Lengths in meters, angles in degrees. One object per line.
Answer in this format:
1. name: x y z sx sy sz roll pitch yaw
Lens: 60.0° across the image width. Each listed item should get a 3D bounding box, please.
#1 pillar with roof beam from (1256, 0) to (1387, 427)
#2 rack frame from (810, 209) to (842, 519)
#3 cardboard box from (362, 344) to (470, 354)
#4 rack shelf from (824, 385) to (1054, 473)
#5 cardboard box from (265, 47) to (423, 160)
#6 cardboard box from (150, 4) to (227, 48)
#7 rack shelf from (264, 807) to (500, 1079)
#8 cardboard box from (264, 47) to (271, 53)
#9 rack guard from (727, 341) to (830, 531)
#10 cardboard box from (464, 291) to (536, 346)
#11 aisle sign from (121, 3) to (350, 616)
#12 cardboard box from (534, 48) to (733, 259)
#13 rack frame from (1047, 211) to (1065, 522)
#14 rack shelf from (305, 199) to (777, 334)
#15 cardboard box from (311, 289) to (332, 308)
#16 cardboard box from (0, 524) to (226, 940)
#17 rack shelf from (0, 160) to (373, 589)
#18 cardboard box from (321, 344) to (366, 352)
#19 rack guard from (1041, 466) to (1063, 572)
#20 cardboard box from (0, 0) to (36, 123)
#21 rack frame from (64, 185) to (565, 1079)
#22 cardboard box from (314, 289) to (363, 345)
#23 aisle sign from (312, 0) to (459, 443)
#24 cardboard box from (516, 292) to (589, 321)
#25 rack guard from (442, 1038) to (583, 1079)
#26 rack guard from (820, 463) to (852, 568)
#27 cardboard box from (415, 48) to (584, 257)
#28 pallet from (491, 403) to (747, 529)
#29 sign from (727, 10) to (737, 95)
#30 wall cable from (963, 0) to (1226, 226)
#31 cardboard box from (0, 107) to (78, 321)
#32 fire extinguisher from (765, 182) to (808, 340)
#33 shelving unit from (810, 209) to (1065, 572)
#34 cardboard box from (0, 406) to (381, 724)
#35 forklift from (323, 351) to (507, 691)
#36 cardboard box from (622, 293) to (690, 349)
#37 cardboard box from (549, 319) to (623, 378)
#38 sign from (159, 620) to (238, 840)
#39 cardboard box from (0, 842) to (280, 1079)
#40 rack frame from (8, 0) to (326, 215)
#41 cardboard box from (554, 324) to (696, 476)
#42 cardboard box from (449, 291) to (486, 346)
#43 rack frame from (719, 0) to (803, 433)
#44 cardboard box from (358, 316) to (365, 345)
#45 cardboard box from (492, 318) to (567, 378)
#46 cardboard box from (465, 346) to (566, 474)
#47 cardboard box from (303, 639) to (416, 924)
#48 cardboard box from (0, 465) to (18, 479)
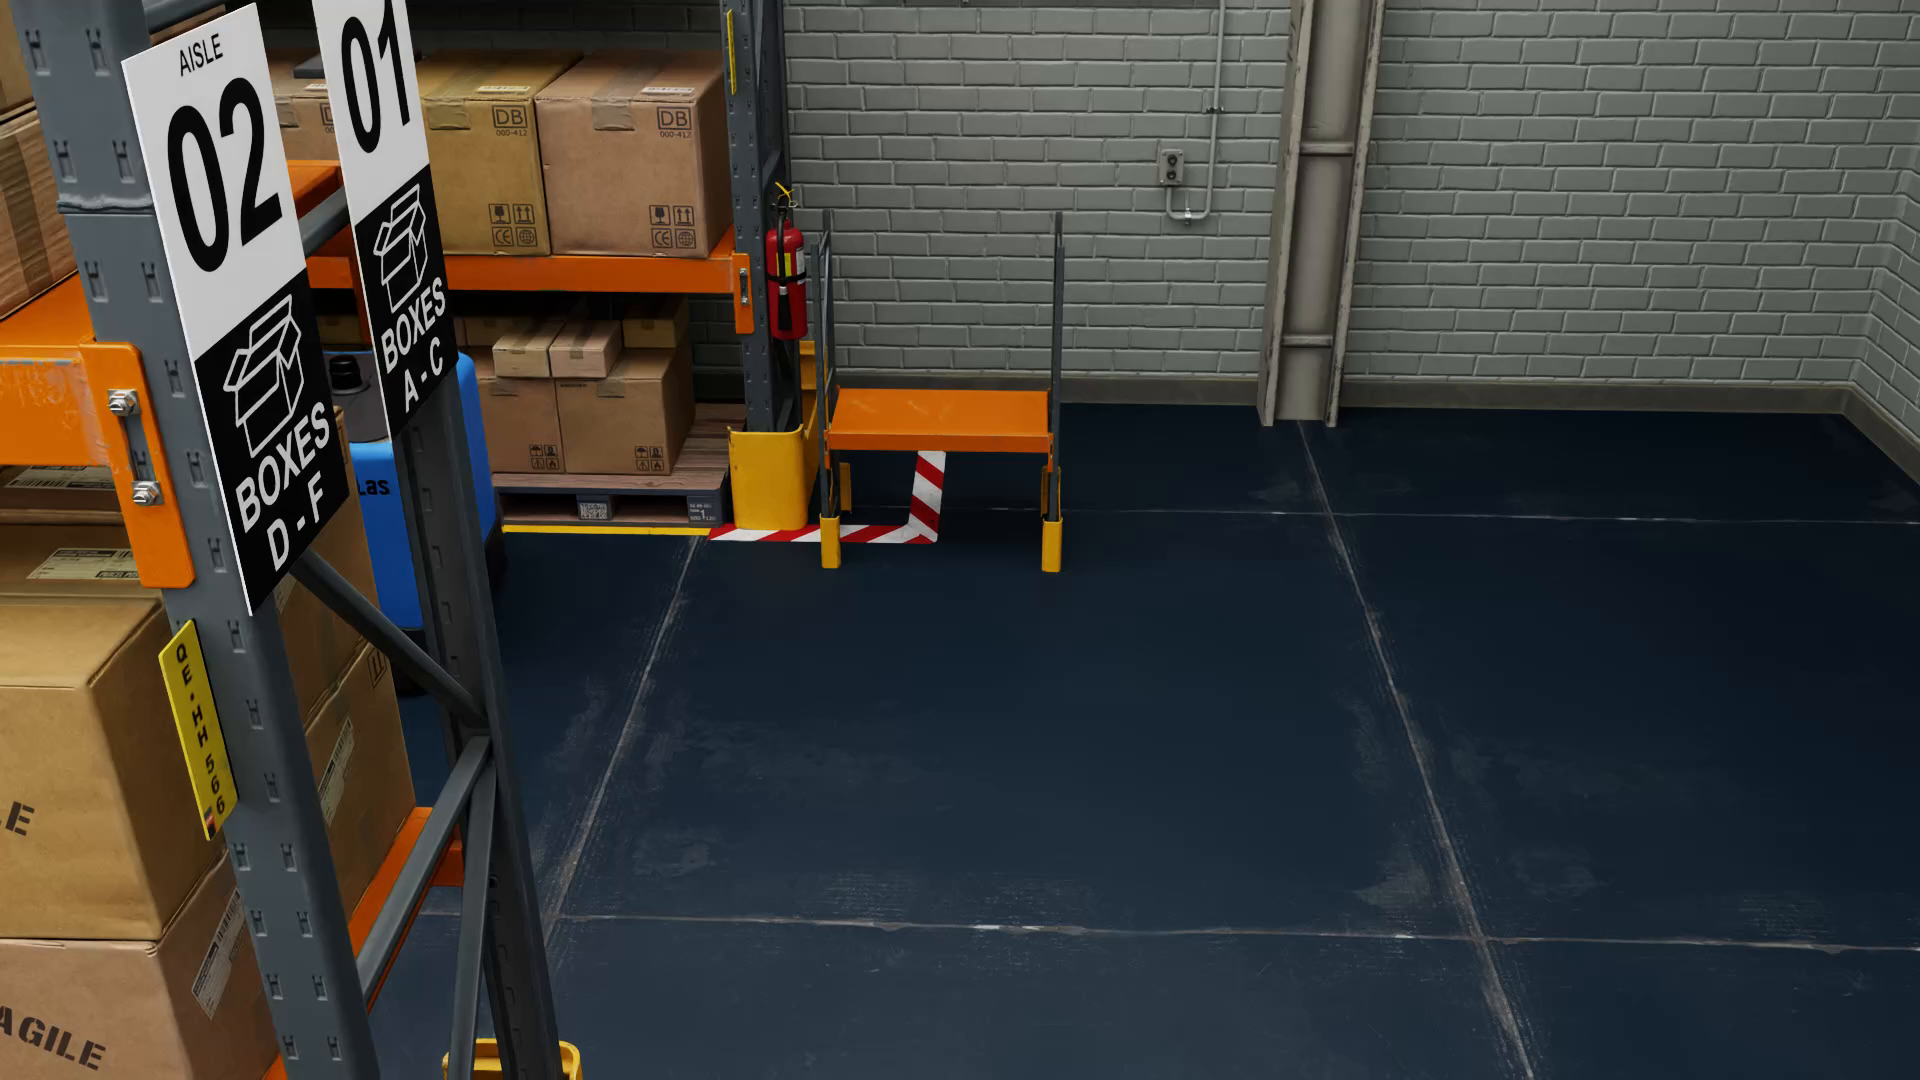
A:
1. pillar with roof beam: 1.672 -2.641 3.124 0.400 9.000 9.100 1 28 2
2. rack frame: -0.593 -0.673 7.417 0.032 1.500 0.500 1 28 2
3. cardboard box: -2.611 -0.707 8.102 0.500 0.500 0.700 0 28 0
4. rack shelf: -0.085 -0.505 7.486 1.000 0.185 0.538 1 28 2
5. cardboard box: -2.904 -1.805 7.632 0.700 0.700 0.980 0 28 -1
6. cardboard box: -1.580 -0.937 2.738 0.500 0.250 0.500 1 28 2
7. rack shelf: -3.075 0.958 3.507 4.000 0.370 1.077 1 28 2
8. cardboard box: -3.632 -1.812 7.646 0.700 0.700 0.980 0 28 0
9. rack guard: -0.881 -0.540 8.235 0.348 0.500 1.175 1 28 2
10. cardboard box: -2.233 -1.081 8.115 0.250 0.149 0.380 1 28 2
11. aisle sign: -1.019 -0.330 2.395 0.004 0.787 0.394 1 28 2
12. cardboard box: -1.415 -1.781 7.587 0.700 0.700 0.980 2 28 4
13. rack frame: 0.423 -0.656 7.386 0.032 1.500 0.500 1 28 2
14. rack shelf: -2.904 -1.360 7.882 4.000 0.370 1.077 1 28 2
15. cardboard box: -3.254 -1.097 8.146 0.250 0.149 0.380 1 28 2
16. cardboard box: -1.531 0.309 2.790 0.500 0.500 0.500 1 28 1
17. rack shelf: -3.075 -0.367 2.805 4.000 0.370 1.077 1 28 2
18. cardboard box: -3.144 -0.713 8.112 0.500 0.500 0.700 2 28 3
19. rack guard: 0.422 -0.103 7.678 0.087 0.250 0.587 1 28 2
20. cardboard box: -1.599 -0.695 2.283 0.500 0.250 0.500 1 28 2
21. rack frame: -1.076 0.674 3.277 0.127 3.000 1.000 1 28 2
22. cardboard box: -2.996 -1.094 8.138 0.250 0.149 0.380 0 28 1
23. aisle sign: -0.998 -0.611 2.925 0.004 0.787 0.394 1 28 2
24. cardboard box: -1.982 -1.077 8.107 0.250 0.149 0.380 1 28 2
25. rack guard: -1.152 1.777 3.864 0.348 0.500 1.175 1 28 2
26. rack guard: -0.574 -0.120 7.709 0.087 0.250 0.587 1 28 2
27. cardboard box: -2.143 -1.788 7.600 0.700 0.700 0.980 1 28 1
28. pallet: -1.707 -0.390 8.260 1.213 0.211 1.003 1 28 2
29. sign: -0.938 -2.008 6.845 0.005 0.325 0.100 1 28 2
30. wall cable: 0.408 -2.516 8.208 1.851 1.984 0.084 1 28 2
31. cardboard box: -1.599 -0.470 2.392 0.500 0.250 0.500 1 28 2
32. fire extinguisher: -0.771 -1.228 7.344 0.183 0.674 0.296 1 28 2
33. shelving unit: -0.076 -0.664 7.401 1.083 1.500 0.587 1 28 2
34. cardboard box: -1.510 0.057 3.266 0.500 0.500 0.500 2 28 3
35. forklift: -3.515 -0.901 6.320 3.031 2.935 1.130 -1 28 -1
36. cardboard box: -1.476 -1.069 8.092 0.250 0.149 0.380 1 28 2
37. cardboard box: -1.743 -0.894 7.762 0.250 0.149 0.380 1 28 1
38. sign: -1.116 0.282 2.442 0.005 0.325 0.100 1 28 2
39. cardboard box: -1.533 0.750 3.027 0.500 0.500 0.500 2 28 3
40. rack frame: -1.076 -1.977 1.871 0.127 3.000 1.000 1 28 2
41. cardboard box: -1.608 -0.691 8.071 0.500 0.500 0.700 1 28 2
42. cardboard box: -2.487 -1.085 8.123 0.250 0.149 0.380 1 28 3
43. rack frame: -0.905 -1.645 7.651 0.127 3.000 1.000 1 28 2
44. cardboard box: -2.743 -1.089 8.130 0.250 0.149 0.380 1 28 2
45. cardboard box: -1.998 -0.898 7.770 0.250 0.149 0.380 2 28 3
46. cardboard box: -2.108 -0.699 8.087 0.500 0.500 0.700 1 28 2
47. cardboard box: -1.510 0.499 3.500 0.500 0.500 0.500 2 28 3
48. cardboard box: -2.033 0.052 3.275 0.500 0.500 0.500 1 28 2
